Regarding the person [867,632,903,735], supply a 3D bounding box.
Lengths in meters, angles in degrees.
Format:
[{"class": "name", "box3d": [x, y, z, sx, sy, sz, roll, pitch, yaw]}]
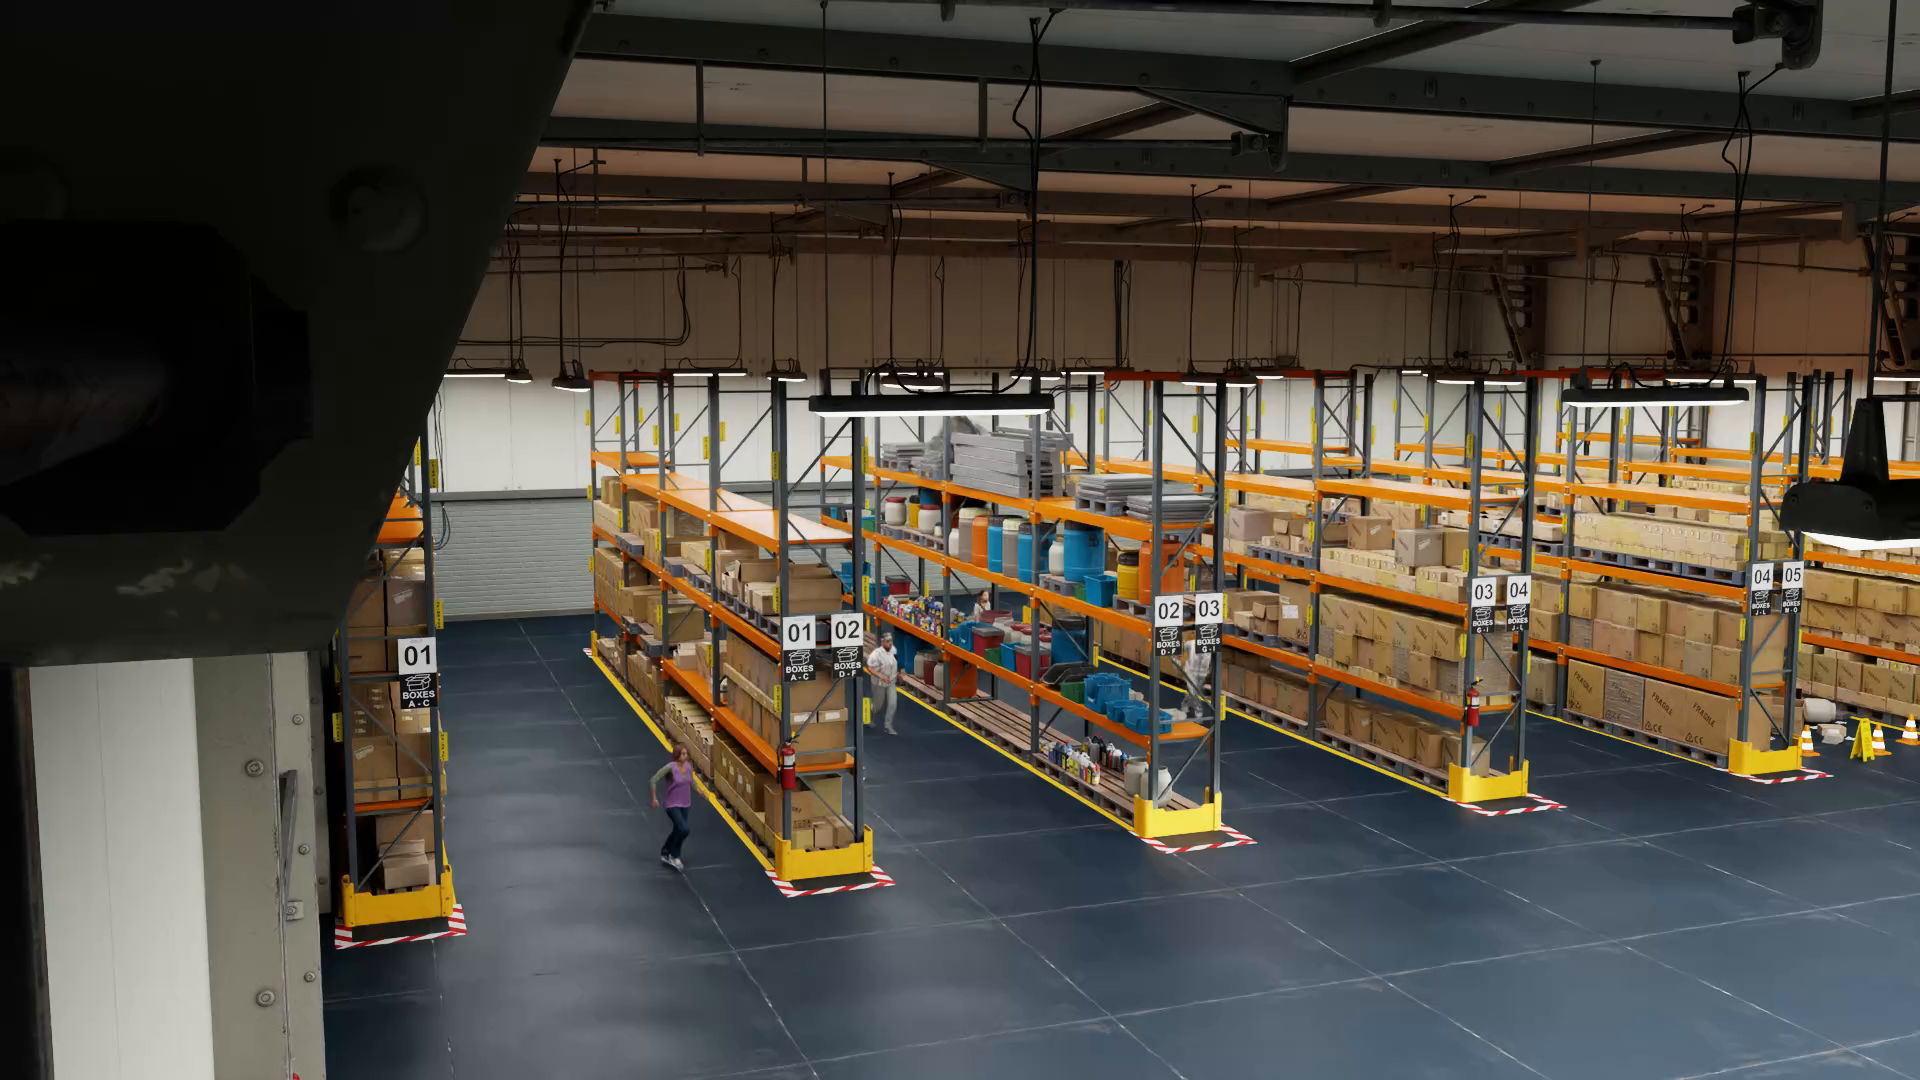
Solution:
[{"class": "person", "box3d": [-1.329, 2.372, 27.864, 0.659, 1.739, 0.837, -4, 8, -35]}]

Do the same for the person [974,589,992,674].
[{"class": "person", "box3d": [0.498, 1.810, 33.129, 0.534, 1.691, 0.793, -3, 7, -28]}]

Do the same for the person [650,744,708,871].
[{"class": "person", "box3d": [-3.457, 3.275, 20.400, 0.752, 1.572, 0.530, 5, 8, 38]}]

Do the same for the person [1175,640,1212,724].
[{"class": "person", "box3d": [4.078, 2.306, 28.728, 0.702, 1.607, 1.099, -1, 6, -8]}]
